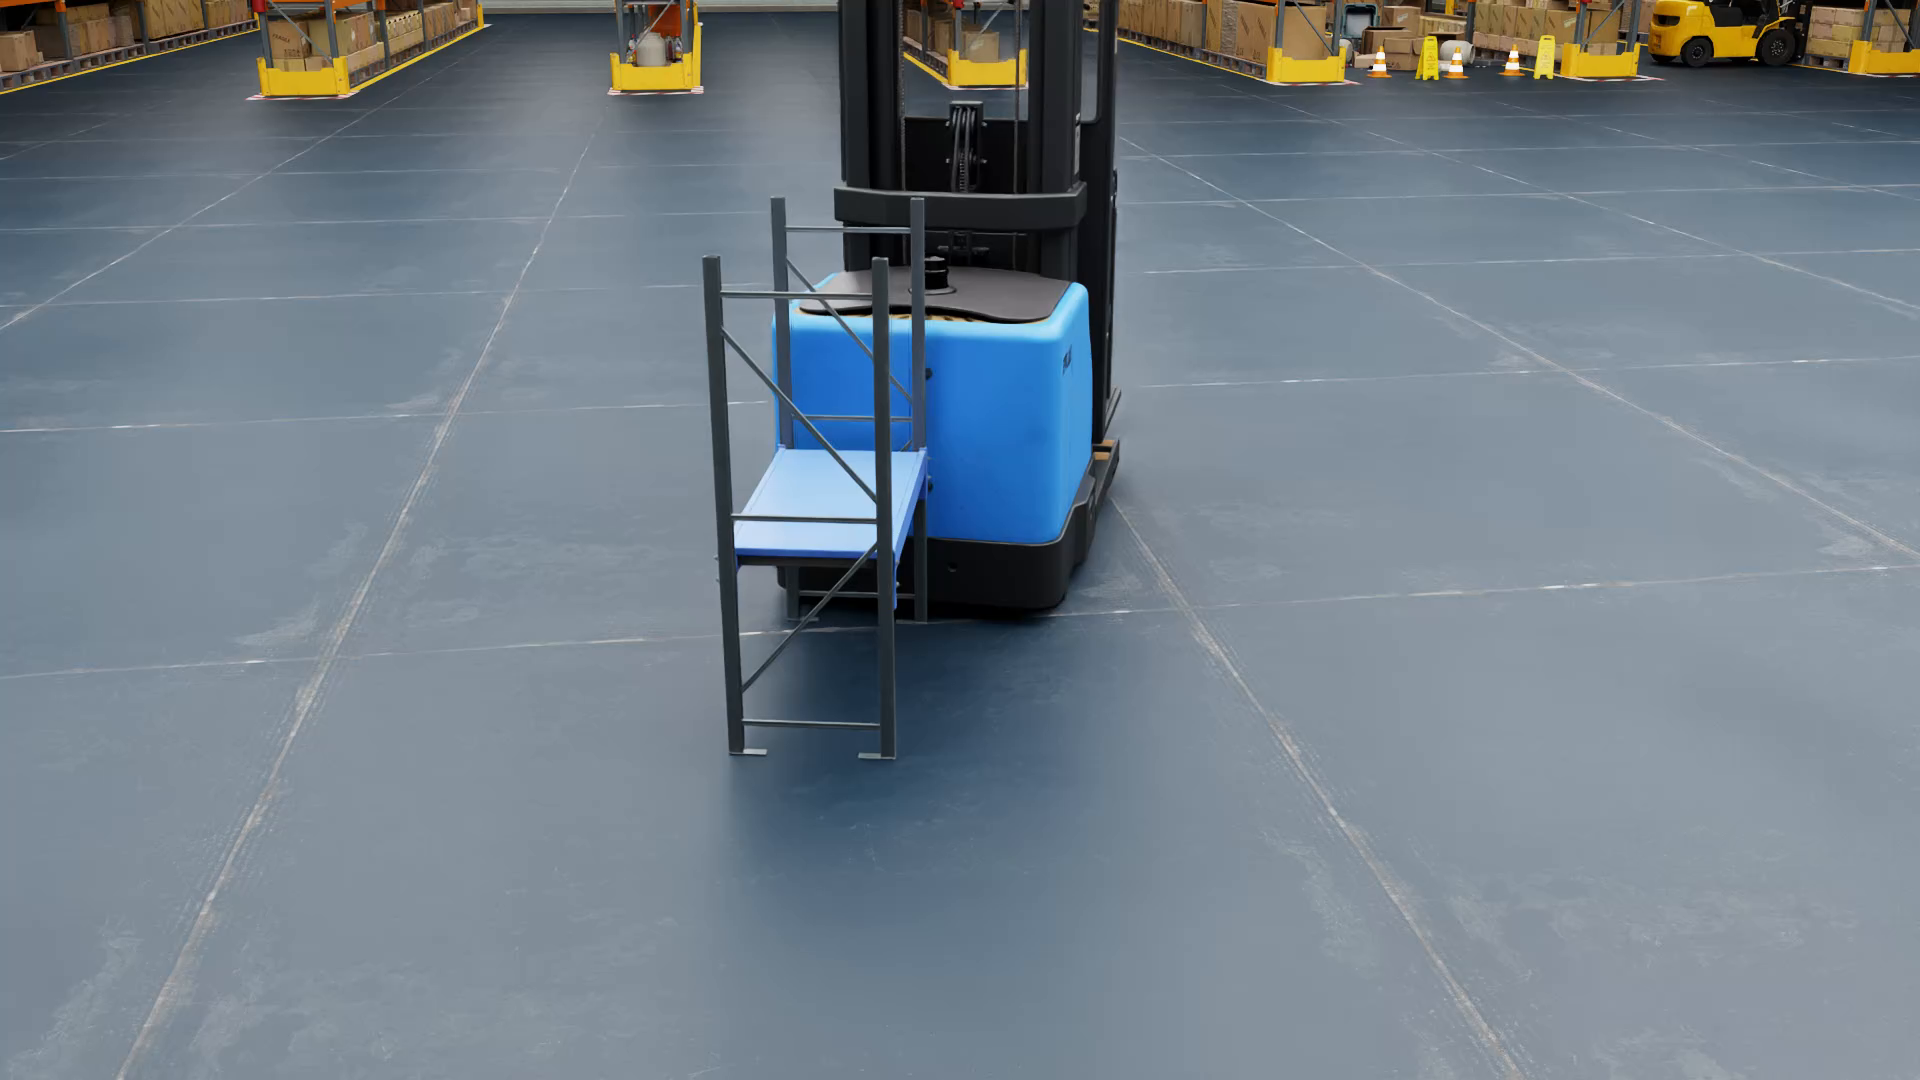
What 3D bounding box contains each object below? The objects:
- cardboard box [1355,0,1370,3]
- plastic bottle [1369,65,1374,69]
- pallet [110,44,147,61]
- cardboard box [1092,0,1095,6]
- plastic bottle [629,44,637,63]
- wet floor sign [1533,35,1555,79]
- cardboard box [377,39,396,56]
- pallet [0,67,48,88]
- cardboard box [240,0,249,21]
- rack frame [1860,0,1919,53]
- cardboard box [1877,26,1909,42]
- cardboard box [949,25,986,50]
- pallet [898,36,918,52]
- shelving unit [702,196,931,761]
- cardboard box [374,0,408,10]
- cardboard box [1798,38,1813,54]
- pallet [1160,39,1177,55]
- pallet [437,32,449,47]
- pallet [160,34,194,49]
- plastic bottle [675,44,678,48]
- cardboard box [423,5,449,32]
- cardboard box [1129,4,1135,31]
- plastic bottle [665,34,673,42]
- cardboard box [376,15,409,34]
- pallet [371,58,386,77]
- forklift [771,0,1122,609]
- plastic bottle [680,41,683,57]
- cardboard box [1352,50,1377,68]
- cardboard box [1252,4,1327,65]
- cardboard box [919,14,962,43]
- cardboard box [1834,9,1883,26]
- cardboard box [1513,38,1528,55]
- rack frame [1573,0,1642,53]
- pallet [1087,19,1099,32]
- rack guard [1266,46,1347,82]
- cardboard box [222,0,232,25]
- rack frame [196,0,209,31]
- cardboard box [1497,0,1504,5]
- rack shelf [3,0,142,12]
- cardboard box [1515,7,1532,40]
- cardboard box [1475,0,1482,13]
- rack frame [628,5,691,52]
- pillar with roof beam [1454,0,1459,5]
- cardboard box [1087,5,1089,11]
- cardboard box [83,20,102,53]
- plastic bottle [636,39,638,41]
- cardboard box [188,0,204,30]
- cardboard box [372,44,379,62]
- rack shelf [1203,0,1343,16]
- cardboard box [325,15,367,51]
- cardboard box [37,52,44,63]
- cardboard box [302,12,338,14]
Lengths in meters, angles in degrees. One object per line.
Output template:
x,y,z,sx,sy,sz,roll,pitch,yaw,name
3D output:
8.932,-11.338,35.223,0.875,0.875,0.875,-3,21,-7,cardboard box
6.921,-7.882,27.733,0.133,0.061,0.283,-11,23,-26,plastic bottle
-15.326,-8.758,29.864,1.003,0.211,1.213,-3,21,-8,pallet
3.186,-12.107,37.469,0.380,0.149,0.250,-3,21,-8,cardboard box
-5.188,-7.697,26.302,0.152,0.276,0.135,-3,21,-7,plastic bottle
9.196,-7.592,26.121,0.267,0.644,0.232,4,21,11,wet floor sign
-9.772,-8.262,27.880,0.500,0.250,0.500,-3,21,-9,cardboard box
-14.550,-6.990,25.129,1.003,0.211,1.213,-3,21,-8,pallet
-16.391,-11.893,37.245,0.700,0.500,0.500,-3,21,-8,cardboard box
15.139,-9.066,26.703,1.000,3.000,0.127,-3,21,-8,rack frame
15.276,-8.382,27.487,0.500,0.250,0.500,-3,21,-7,cardboard box
0.120,-8.176,27.292,0.500,0.500,0.500,-5,21,-13,cardboard box
-0.621,-9.508,31.870,1.003,0.211,1.213,-3,21,-8,pallet
-0.404,-0.233,5.196,0.538,1.500,1.048,1,21,4,shelving unit
-10.915,-10.304,31.889,0.500,0.250,0.500,-2,21,-6,cardboard box
14.633,-8.468,28.431,0.500,0.250,0.500,-3,21,-7,cardboard box
4.402,-9.295,31.302,1.003,0.211,1.213,-3,21,-8,pallet
-10.779,-9.962,33.087,1.003,0.211,1.213,-3,21,-8,pallet
-15.649,-9.727,32.458,1.003,0.211,1.213,-3,21,-8,pallet
-4.483,-7.755,26.463,0.097,0.271,0.097,0,20,0,plastic bottle
-10.623,-10.505,33.498,0.500,0.500,0.500,-3,21,-7,cardboard box
3.766,-10.720,34.104,0.500,0.500,0.500,-2,21,-6,cardboard box
-4.822,-8.199,27.539,0.144,0.351,0.185,-3,21,-8,plastic bottle
-9.995,-9.061,29.216,0.500,0.311,0.500,-2,21,-6,cardboard box
-9.886,-7.618,26.810,1.003,0.211,1.213,-3,21,-8,pallet
0.114,-1.612,6.842,1.130,2.935,3.031,4,21,10,forklift
-4.587,-8.054,27.247,0.061,0.283,0.133,-2,21,-4,plastic bottle
6.837,-8.132,28.109,0.396,0.266,0.258,1,20,2,cardboard box
5.180,-7.963,26.185,0.875,0.875,0.875,-3,21,-7,cardboard box
-0.354,-9.308,30.295,0.700,0.500,0.500,-5,21,-12,cardboard box
14.764,-8.587,27.321,0.500,0.250,0.500,-2,21,-6,cardboard box
9.697,-8.350,28.116,0.500,0.250,0.500,-4,21,-10,cardboard box
10.227,-8.815,26.029,1.000,3.000,0.127,-3,21,-8,rack frame
3.482,-11.609,37.497,1.003,0.211,1.213,-3,21,-8,pallet
5.347,-7.351,25.682,1.175,0.500,0.348,-3,21,-8,rack guard
-16.161,-11.362,35.822,0.700,0.500,0.500,-2,21,-6,cardboard box
-16.014,-11.720,33.809,1.000,3.000,0.127,-3,21,-8,rack frame
9.503,-9.321,28.717,0.380,0.149,0.250,-2,21,-6,cardboard box
-15.149,-9.306,28.372,1.077,0.370,4.000,-3,21,-8,rack shelf
9.709,-8.694,27.965,0.500,0.500,0.500,-3,21,-9,cardboard box
12.911,-13.117,40.522,0.700,0.500,0.500,-2,21,-6,cardboard box
-5.057,-9.450,27.730,1.000,3.000,0.127,-3,21,-8,rack frame
9.075,-18.178,42.525,9.100,9.000,0.400,-3,21,-8,pillar with roof beam
3.133,-12.236,38.239,0.380,0.149,0.250,-4,21,-10,cardboard box
-15.141,-8.594,28.384,0.700,0.500,0.500,-3,21,-7,cardboard box
-5.371,-8.137,27.479,0.152,0.276,0.135,-2,21,-6,plastic bottle
-15.791,-10.691,33.526,0.750,0.750,0.750,-3,21,-7,cardboard box
-9.614,-7.787,26.607,0.500,0.250,0.500,-3,21,-8,cardboard box
5.055,-8.885,27.247,1.077,0.370,4.000,-3,21,-8,rack shelf
-9.453,-7.793,25.551,0.500,0.500,0.500,-3,21,-8,cardboard box
-14.754,-7.645,26.319,0.380,0.166,0.250,-6,21,-15,cardboard box
-10.122,-8.112,26.407,0.500,0.500,0.500,-3,21,-8,cardboard box
